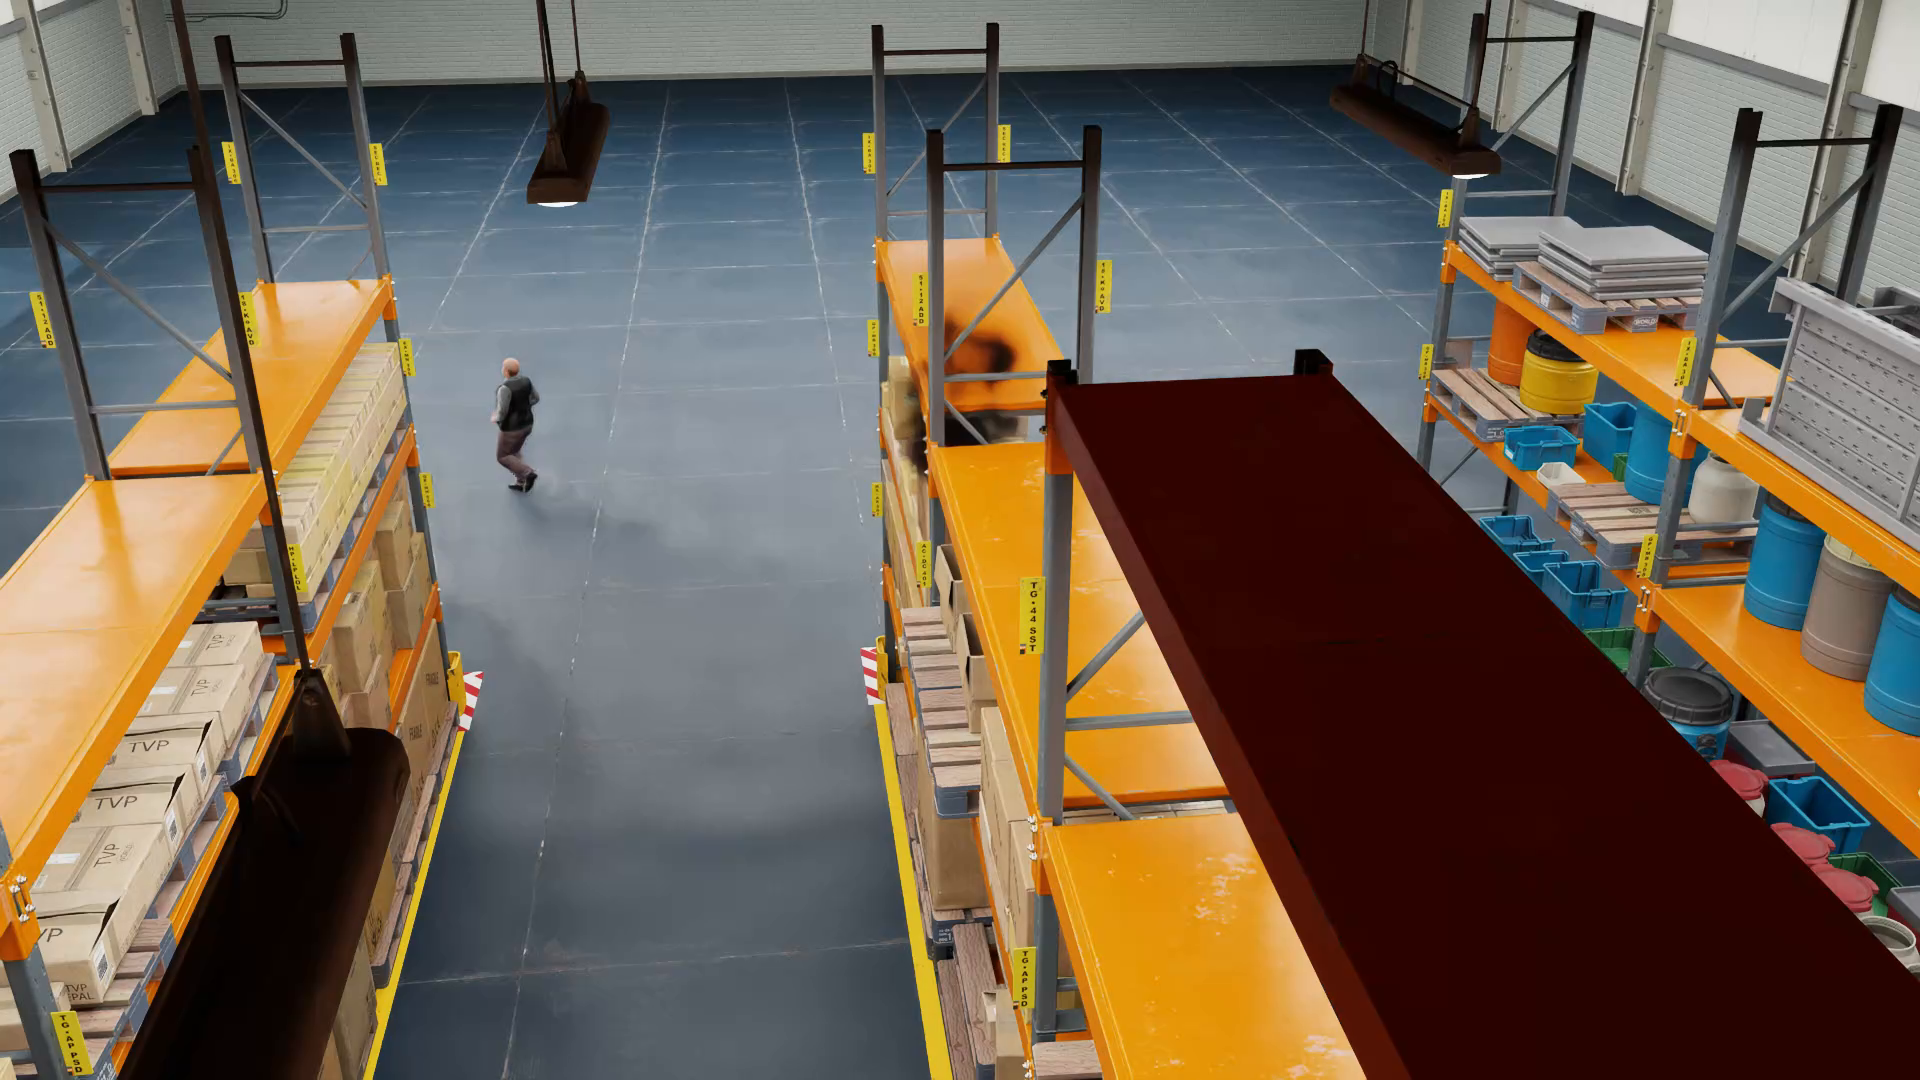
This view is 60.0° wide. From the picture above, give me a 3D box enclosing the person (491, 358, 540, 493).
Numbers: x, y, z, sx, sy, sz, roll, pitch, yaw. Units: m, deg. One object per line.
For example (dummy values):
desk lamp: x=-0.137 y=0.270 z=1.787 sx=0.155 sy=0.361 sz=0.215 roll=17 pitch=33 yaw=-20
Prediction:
person: x=-5.152 y=-1.324 z=19.340 sx=0.601 sy=1.671 sz=0.657 roll=14 pitch=29 yaw=26
